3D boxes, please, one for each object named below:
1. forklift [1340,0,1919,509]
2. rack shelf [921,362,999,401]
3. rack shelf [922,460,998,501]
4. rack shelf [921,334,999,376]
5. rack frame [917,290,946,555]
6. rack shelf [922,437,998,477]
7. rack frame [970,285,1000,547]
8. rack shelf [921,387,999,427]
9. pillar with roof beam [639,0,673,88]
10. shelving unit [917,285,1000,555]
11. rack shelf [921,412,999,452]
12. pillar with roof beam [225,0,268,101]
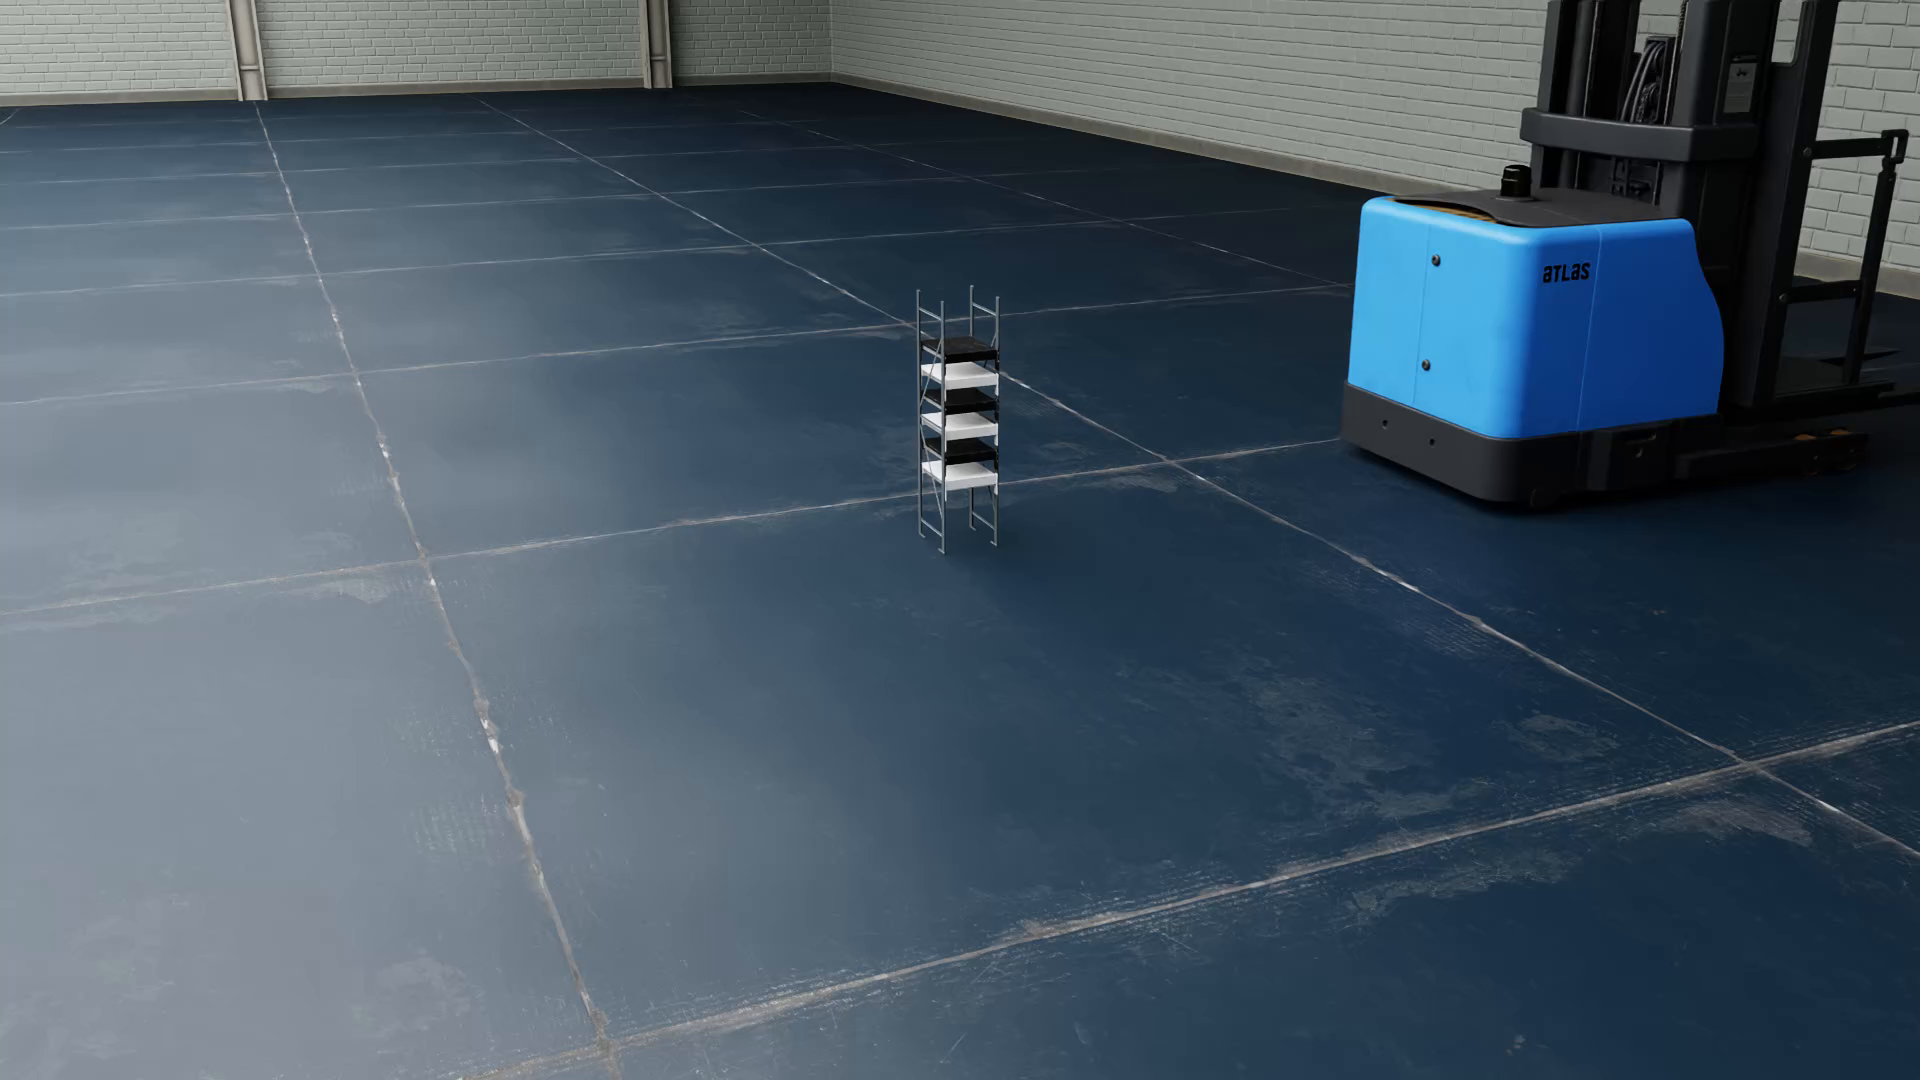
[{"bbox_3d":[3.177,-1.798,6.714,3.031,2.935,1.130,-8,21,-21],"label":"forklift"},{"bbox_3d":[-0.007,-0.562,5.821,0.200,0.077,0.258,-8,21,-22],"label":"rack shelf"},{"bbox_3d":[-0.007,-0.222,5.940,0.200,0.077,0.258,-8,21,-22],"label":"rack shelf"},{"bbox_3d":[-0.007,-0.647,5.791,0.200,0.077,0.258,-8,21,-22],"label":"rack shelf"},{"bbox_3d":[-0.101,-0.410,5.832,0.006,0.900,0.240,-8,21,-22],"label":"rack frame"},{"bbox_3d":[-0.007,-0.307,5.911,0.200,0.077,0.258,-8,21,-22],"label":"rack shelf"},{"bbox_3d":[0.086,-0.437,5.908,0.006,0.900,0.240,-8,21,-22],"label":"rack frame"},{"bbox_3d":[-0.007,-0.477,5.851,0.200,0.077,0.258,-8,21,-22],"label":"rack shelf"},{"bbox_3d":[-3.109,-10.155,21.313,0.400,9.000,9.100,-8,21,-22],"label":"pillar with roof beam"},{"bbox_3d":[-0.007,-0.423,5.870,0.210,0.900,0.258,-8,21,-22],"label":"shelving unit"},{"bbox_3d":[-0.007,-0.392,5.881,0.200,0.077,0.258,-8,21,-22],"label":"rack shelf"},{"bbox_3d":[-8.619,-9.365,19.071,0.400,9.000,9.100,-8,21,-22],"label":"pillar with roof beam"}]
